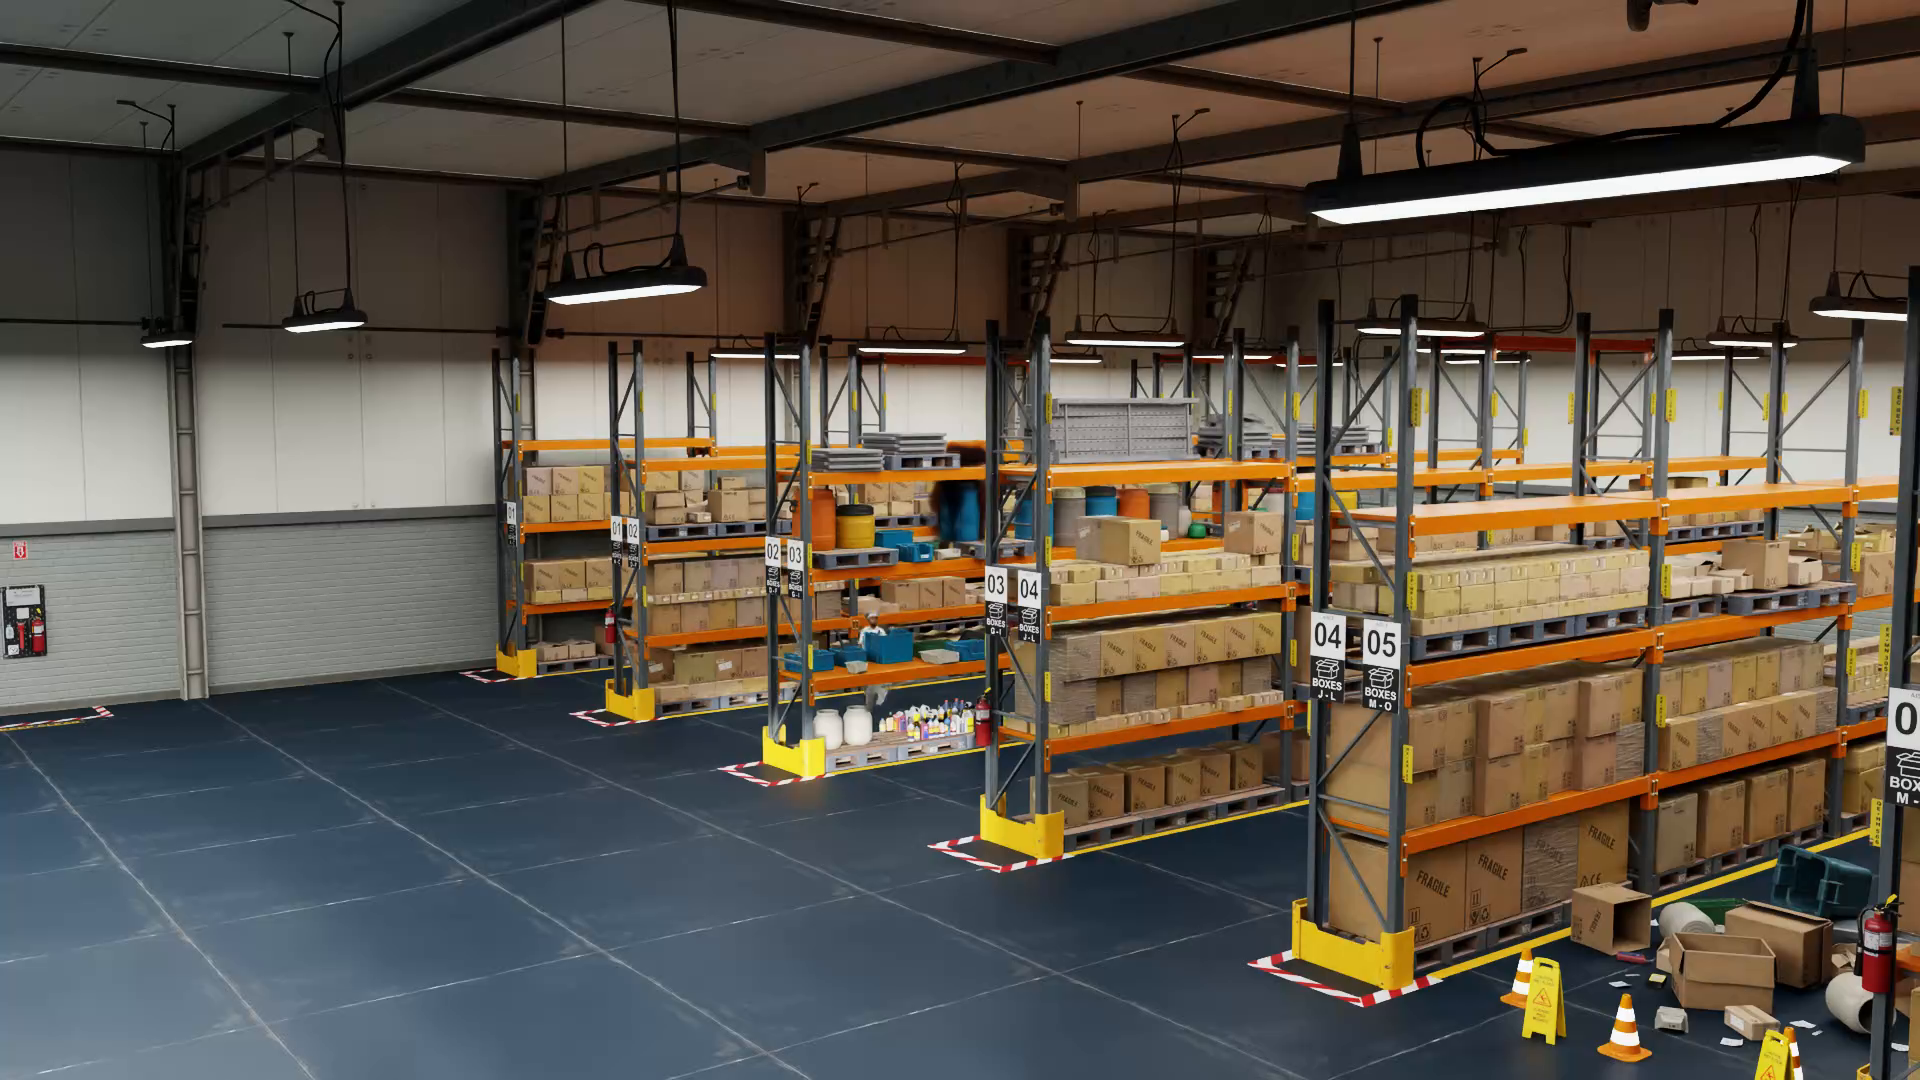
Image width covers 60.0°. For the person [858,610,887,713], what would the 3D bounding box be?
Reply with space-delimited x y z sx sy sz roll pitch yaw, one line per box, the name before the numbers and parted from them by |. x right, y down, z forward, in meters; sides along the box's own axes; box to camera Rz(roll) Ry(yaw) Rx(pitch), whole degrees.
person | -1.393 1.948 26.973 0.458 1.642 0.846 4 6 36

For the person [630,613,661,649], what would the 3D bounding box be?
person | -5.403 1.801 28.626 0.530 1.712 0.653 -1 5 -12
